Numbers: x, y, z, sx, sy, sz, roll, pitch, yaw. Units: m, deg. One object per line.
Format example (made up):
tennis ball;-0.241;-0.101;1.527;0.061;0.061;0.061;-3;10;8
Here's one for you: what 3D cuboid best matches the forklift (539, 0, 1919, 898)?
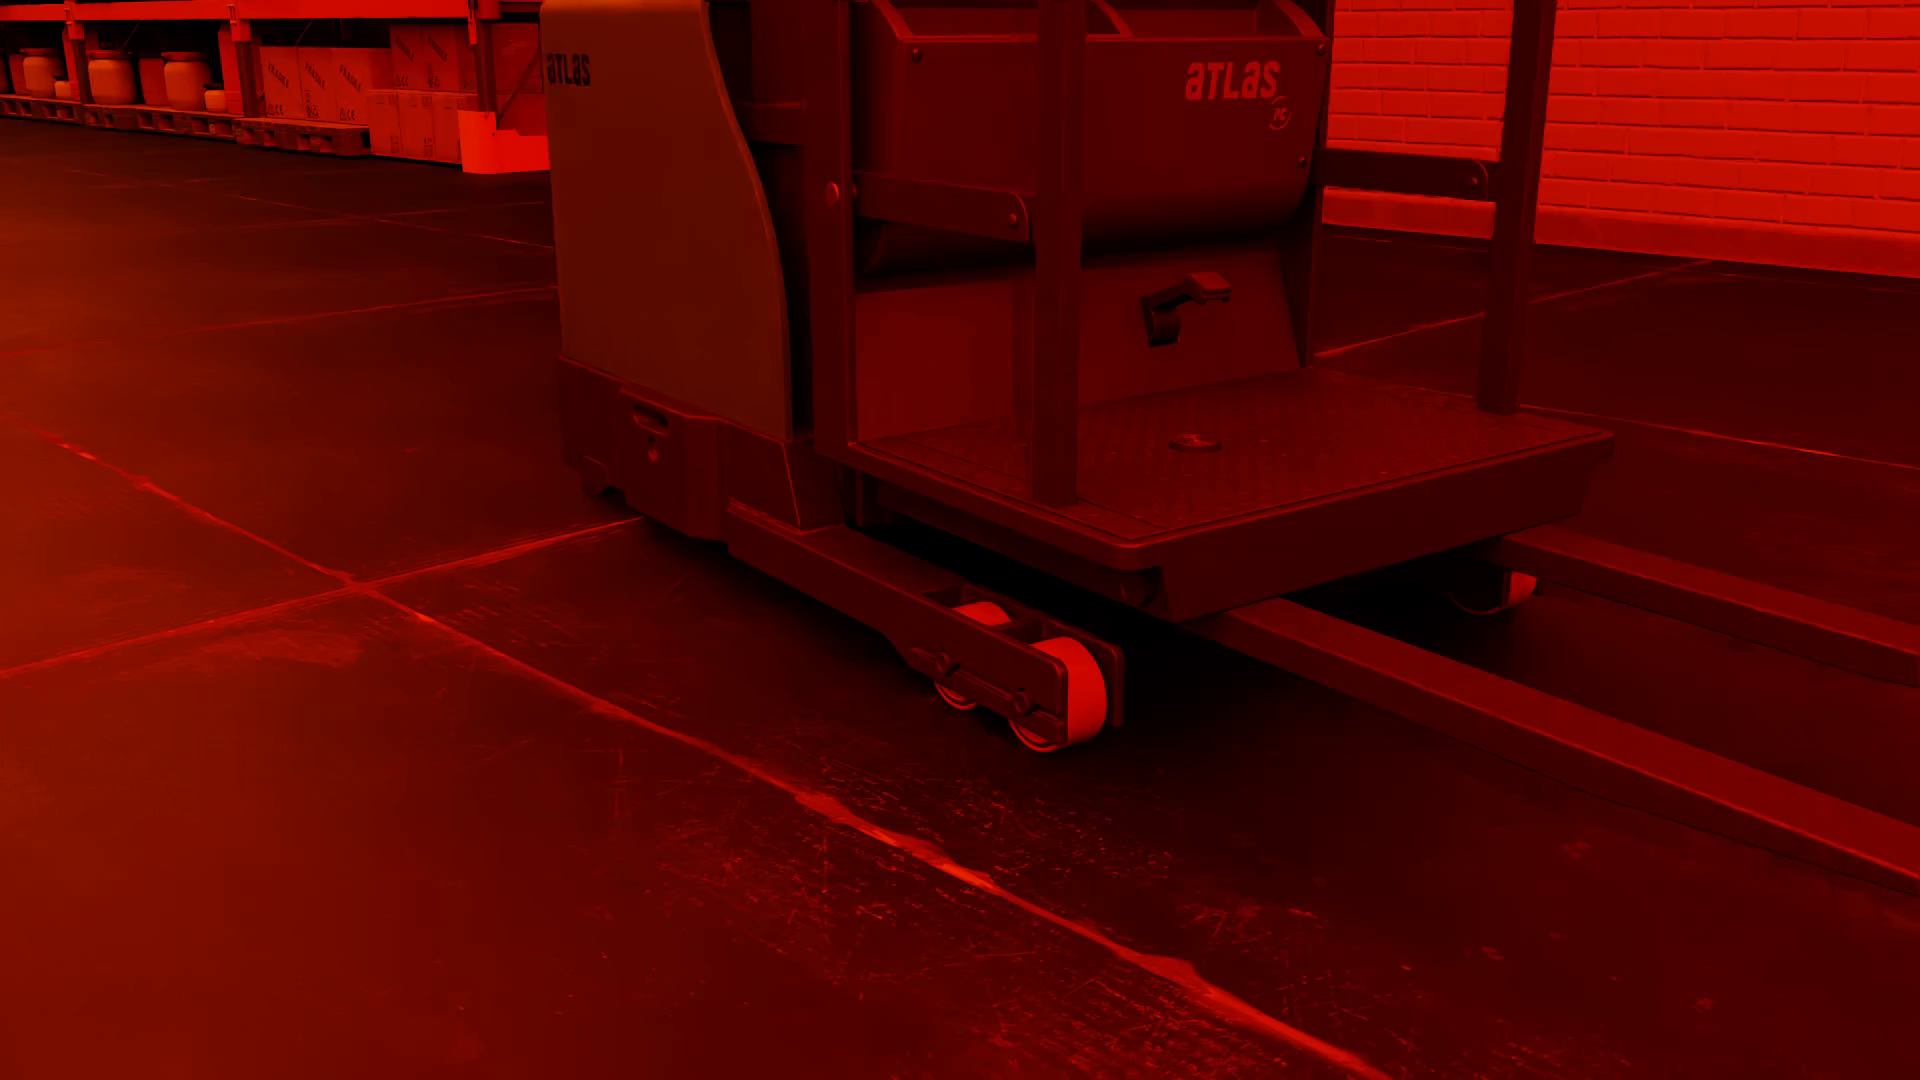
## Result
forklift;0.375;-1.256;2.493;1.130;2.935;3.031;-12;21;-34
